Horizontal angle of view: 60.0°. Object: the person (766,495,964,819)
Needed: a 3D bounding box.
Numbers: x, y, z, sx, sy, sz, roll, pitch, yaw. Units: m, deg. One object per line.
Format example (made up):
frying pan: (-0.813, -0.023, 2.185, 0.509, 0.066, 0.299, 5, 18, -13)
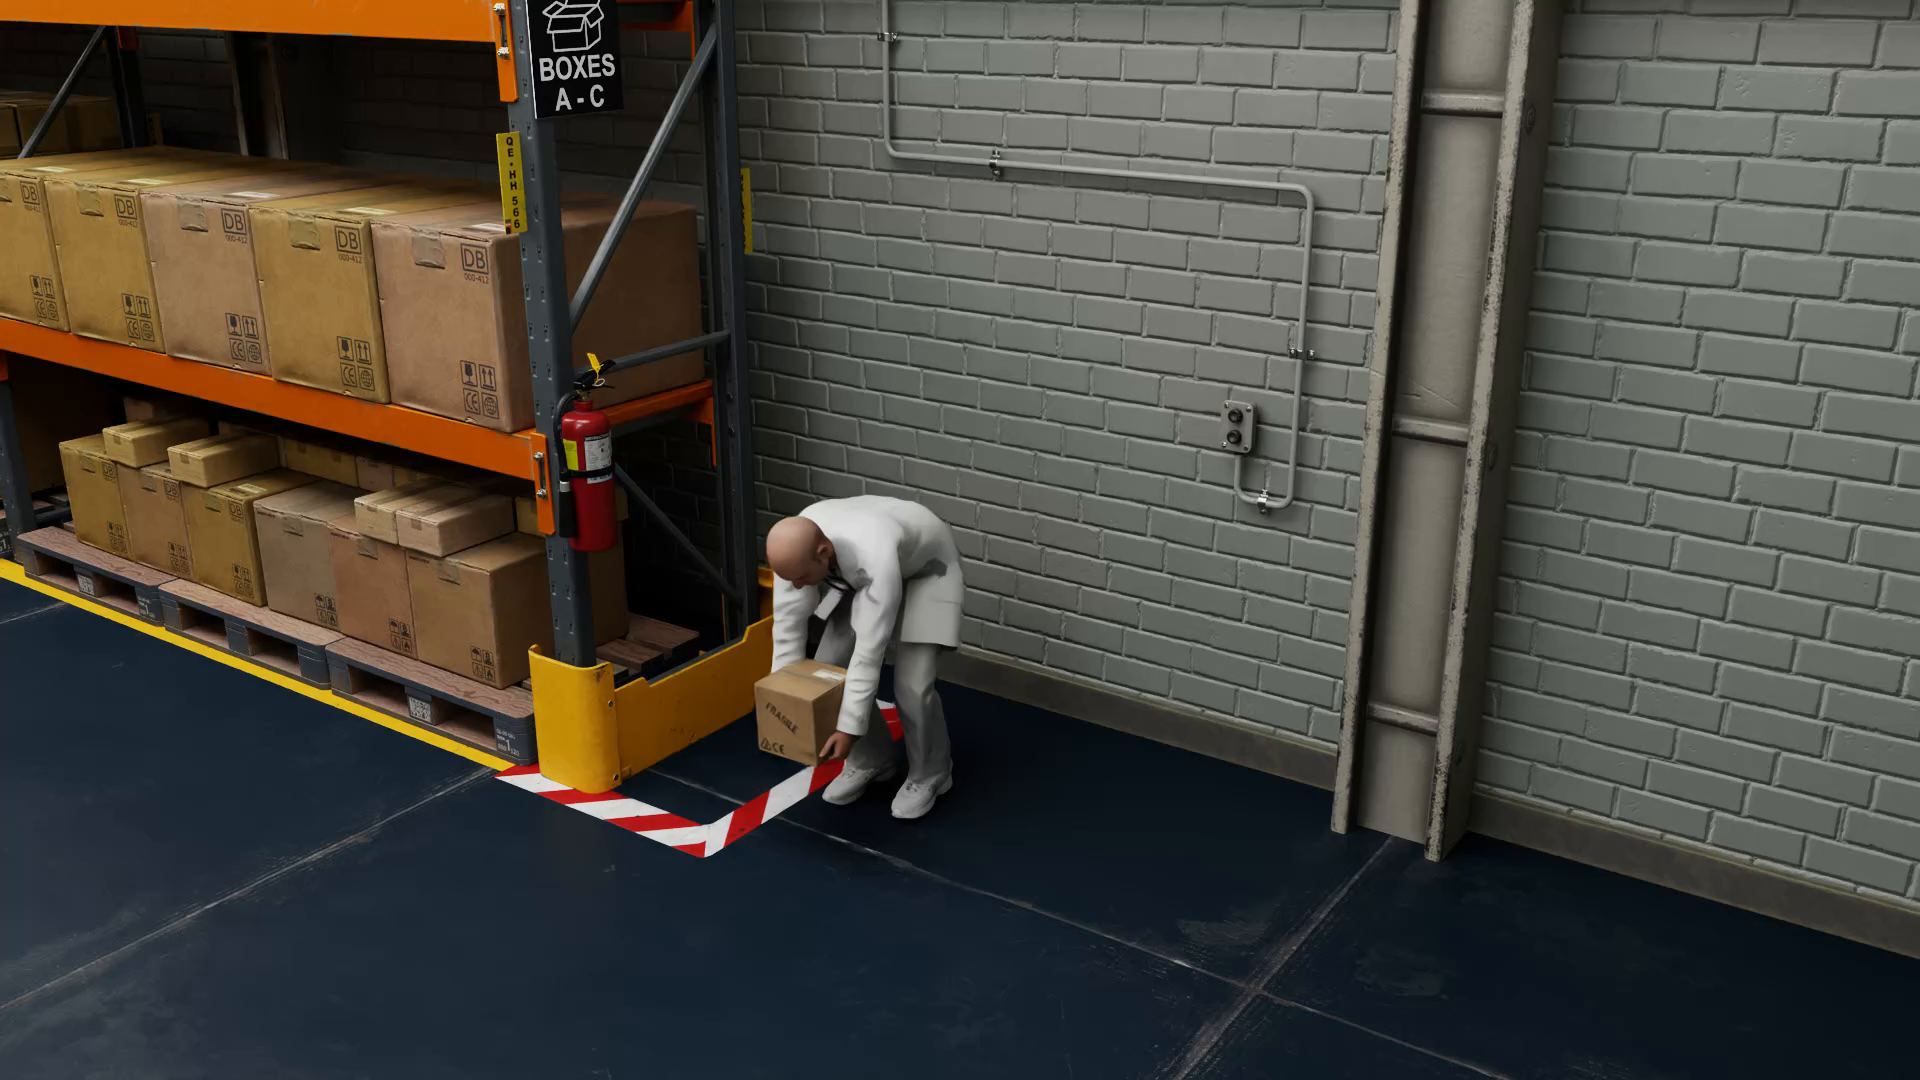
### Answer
person: (-0.345, 0.418, 5.778, 0.572, 1.201, 0.923, 12, 23, 30)
